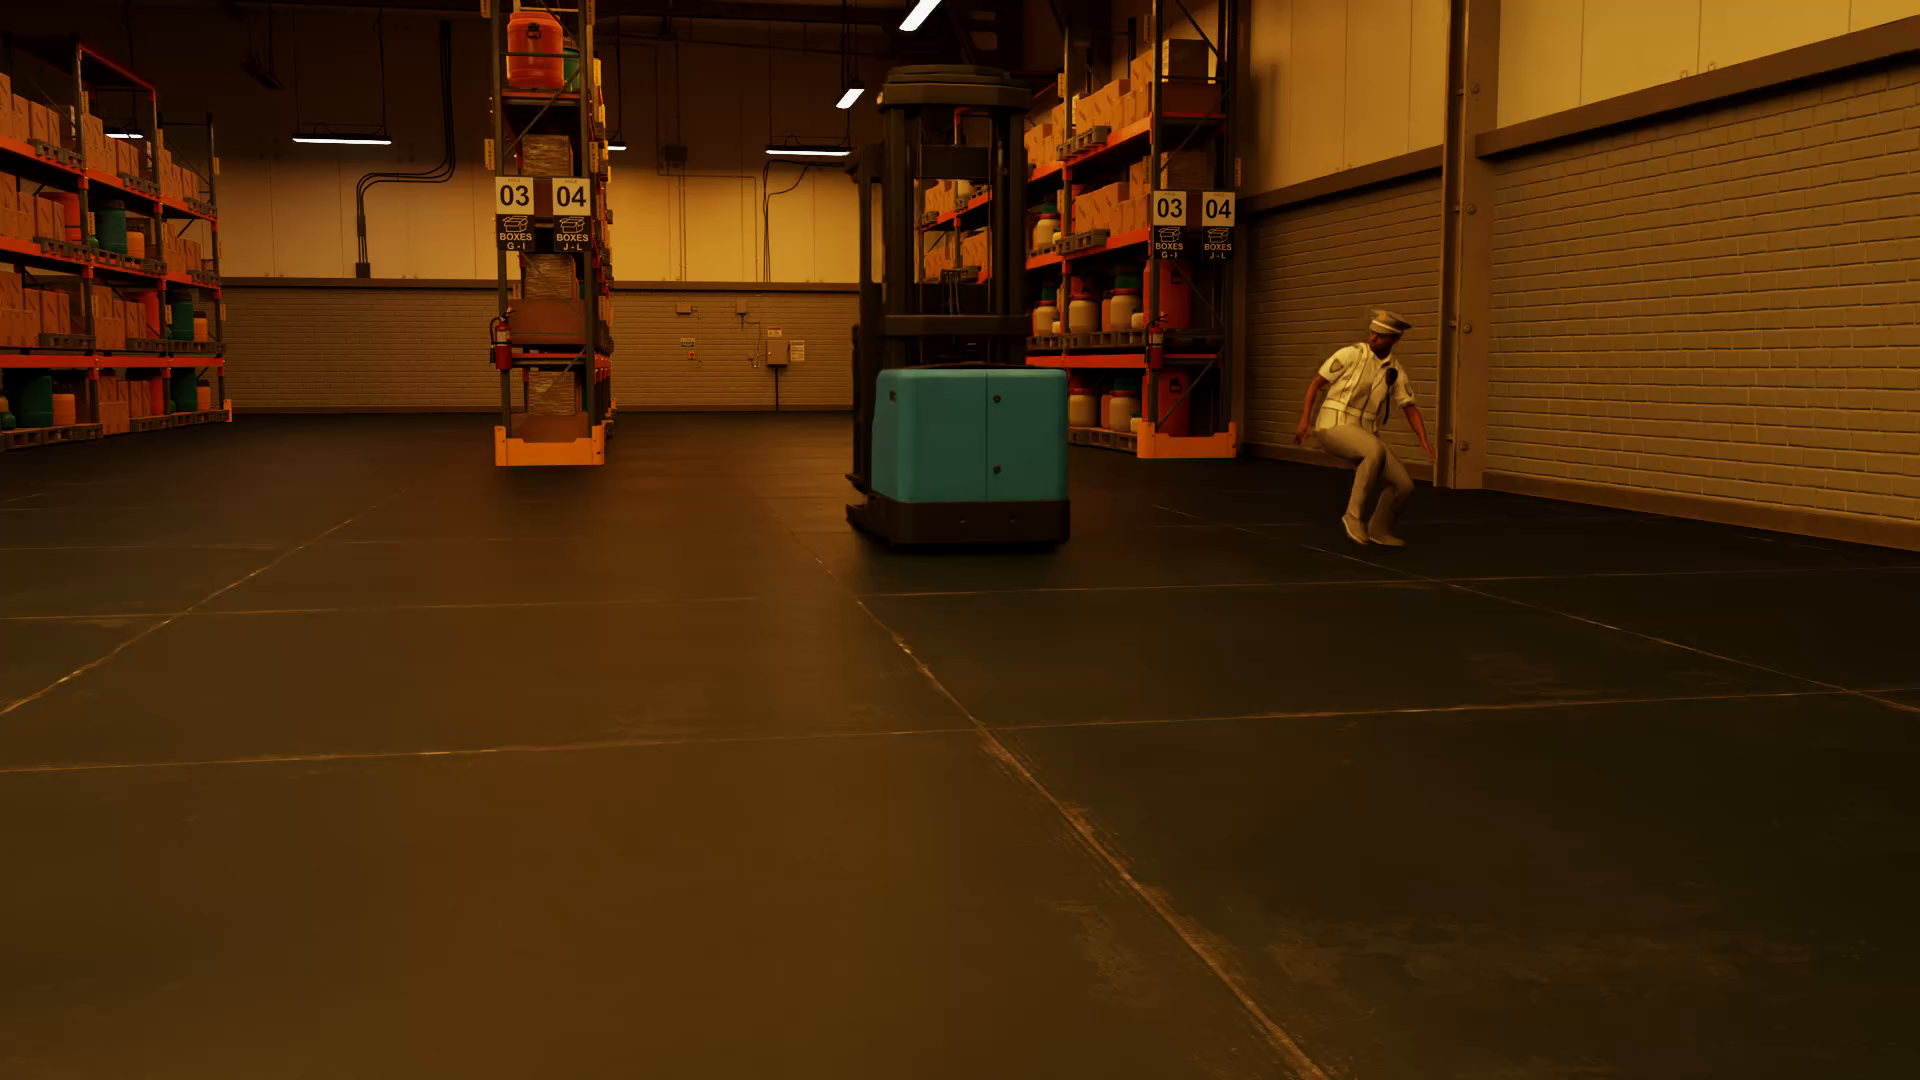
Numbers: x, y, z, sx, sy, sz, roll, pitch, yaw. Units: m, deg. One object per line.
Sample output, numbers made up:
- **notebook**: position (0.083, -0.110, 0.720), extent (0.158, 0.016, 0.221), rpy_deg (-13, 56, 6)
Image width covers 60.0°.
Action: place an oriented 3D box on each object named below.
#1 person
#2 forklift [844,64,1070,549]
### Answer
- **person**: position (2.450, -0.656, 10.005), extent (0.707, 1.461, 0.663), rpy_deg (-3, 7, -28)
- **forklift**: position (-0.162, -1.527, 11.004), extent (1.130, 2.935, 3.031), rpy_deg (-1, 6, -12)
